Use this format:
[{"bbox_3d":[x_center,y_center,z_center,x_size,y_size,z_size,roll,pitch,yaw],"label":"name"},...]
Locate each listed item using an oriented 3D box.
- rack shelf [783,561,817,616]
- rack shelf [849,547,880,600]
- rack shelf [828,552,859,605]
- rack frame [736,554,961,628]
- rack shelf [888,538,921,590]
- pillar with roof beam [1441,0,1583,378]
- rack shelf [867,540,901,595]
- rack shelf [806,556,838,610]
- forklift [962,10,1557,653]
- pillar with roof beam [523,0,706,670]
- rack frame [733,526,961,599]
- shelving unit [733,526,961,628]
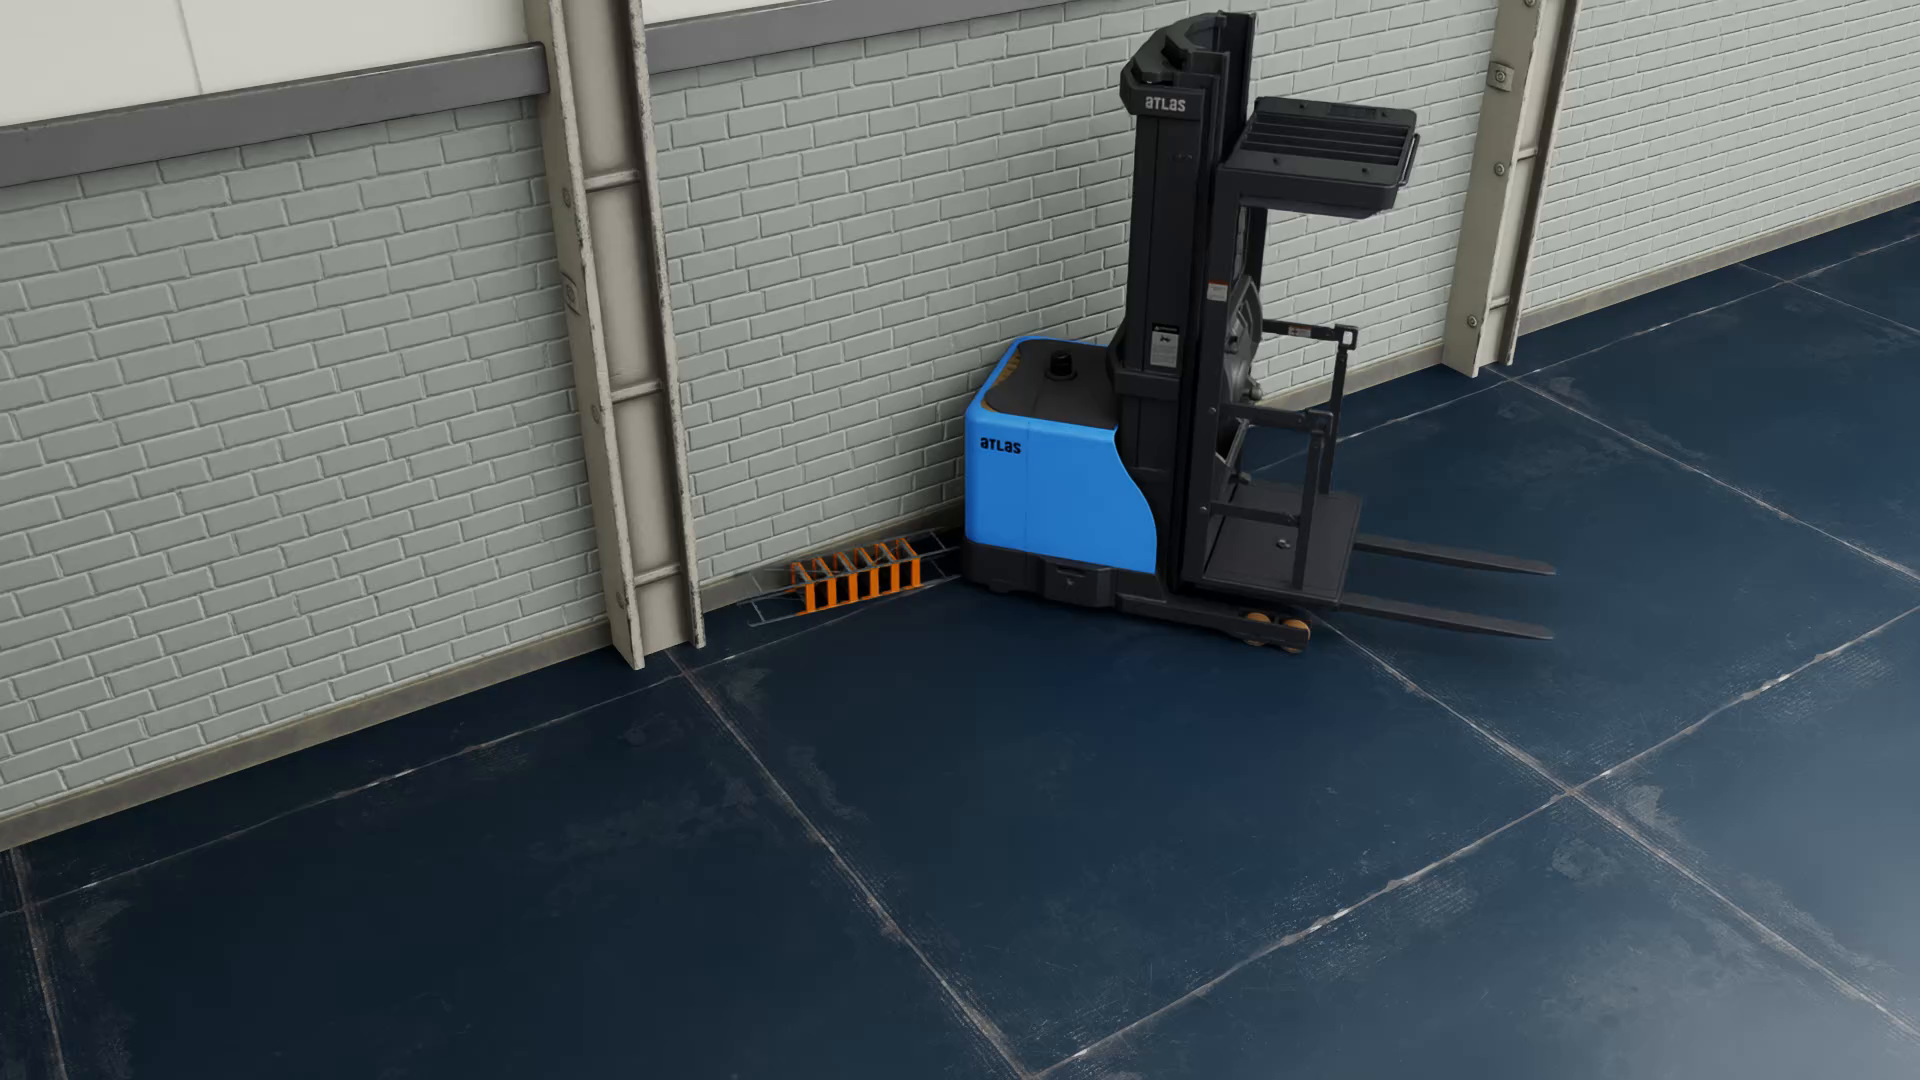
[{"bbox_3d":[-0.851,0.250,8.788,0.103,0.180,0.258,-13,35,-21],"label":"rack shelf"},{"bbox_3d":[-0.524,0.172,8.915,0.103,0.180,0.258,-13,35,-21],"label":"rack shelf"},{"bbox_3d":[-0.633,0.198,8.873,0.103,0.180,0.258,-13,35,-21],"label":"rack shelf"},{"bbox_3d":[-0.593,0.266,8.937,1.200,0.006,0.240,-13,35,-21],"label":"rack frame"},{"bbox_3d":[-0.305,0.121,9.000,0.103,0.180,0.258,-13,35,-21],"label":"rack shelf"},{"bbox_3d":[5.828,-3.082,5.823,0.400,9.000,9.100,-19,37,-27],"label":"pillar with roof beam"},{"bbox_3d":[-0.414,0.147,8.958,0.103,0.180,0.258,-13,35,-21],"label":"rack shelf"},{"bbox_3d":[-0.742,0.224,8.831,0.103,0.180,0.258,-13,35,-21],"label":"rack shelf"},{"bbox_3d":[1.586,-0.986,8.188,3.031,2.935,1.130,10,34,15],"label":"forklift"},{"bbox_3d":[0.785,-1.348,3.074,0.400,9.000,9.100,-19,37,-27],"label":"pillar with roof beam"},{"bbox_3d":[-0.592,0.111,8.840,1.200,0.006,0.240,-13,35,-21],"label":"rack frame"},{"bbox_3d":[-0.592,0.189,8.889,1.200,0.189,0.258,-13,35,-21],"label":"shelving unit"}]
